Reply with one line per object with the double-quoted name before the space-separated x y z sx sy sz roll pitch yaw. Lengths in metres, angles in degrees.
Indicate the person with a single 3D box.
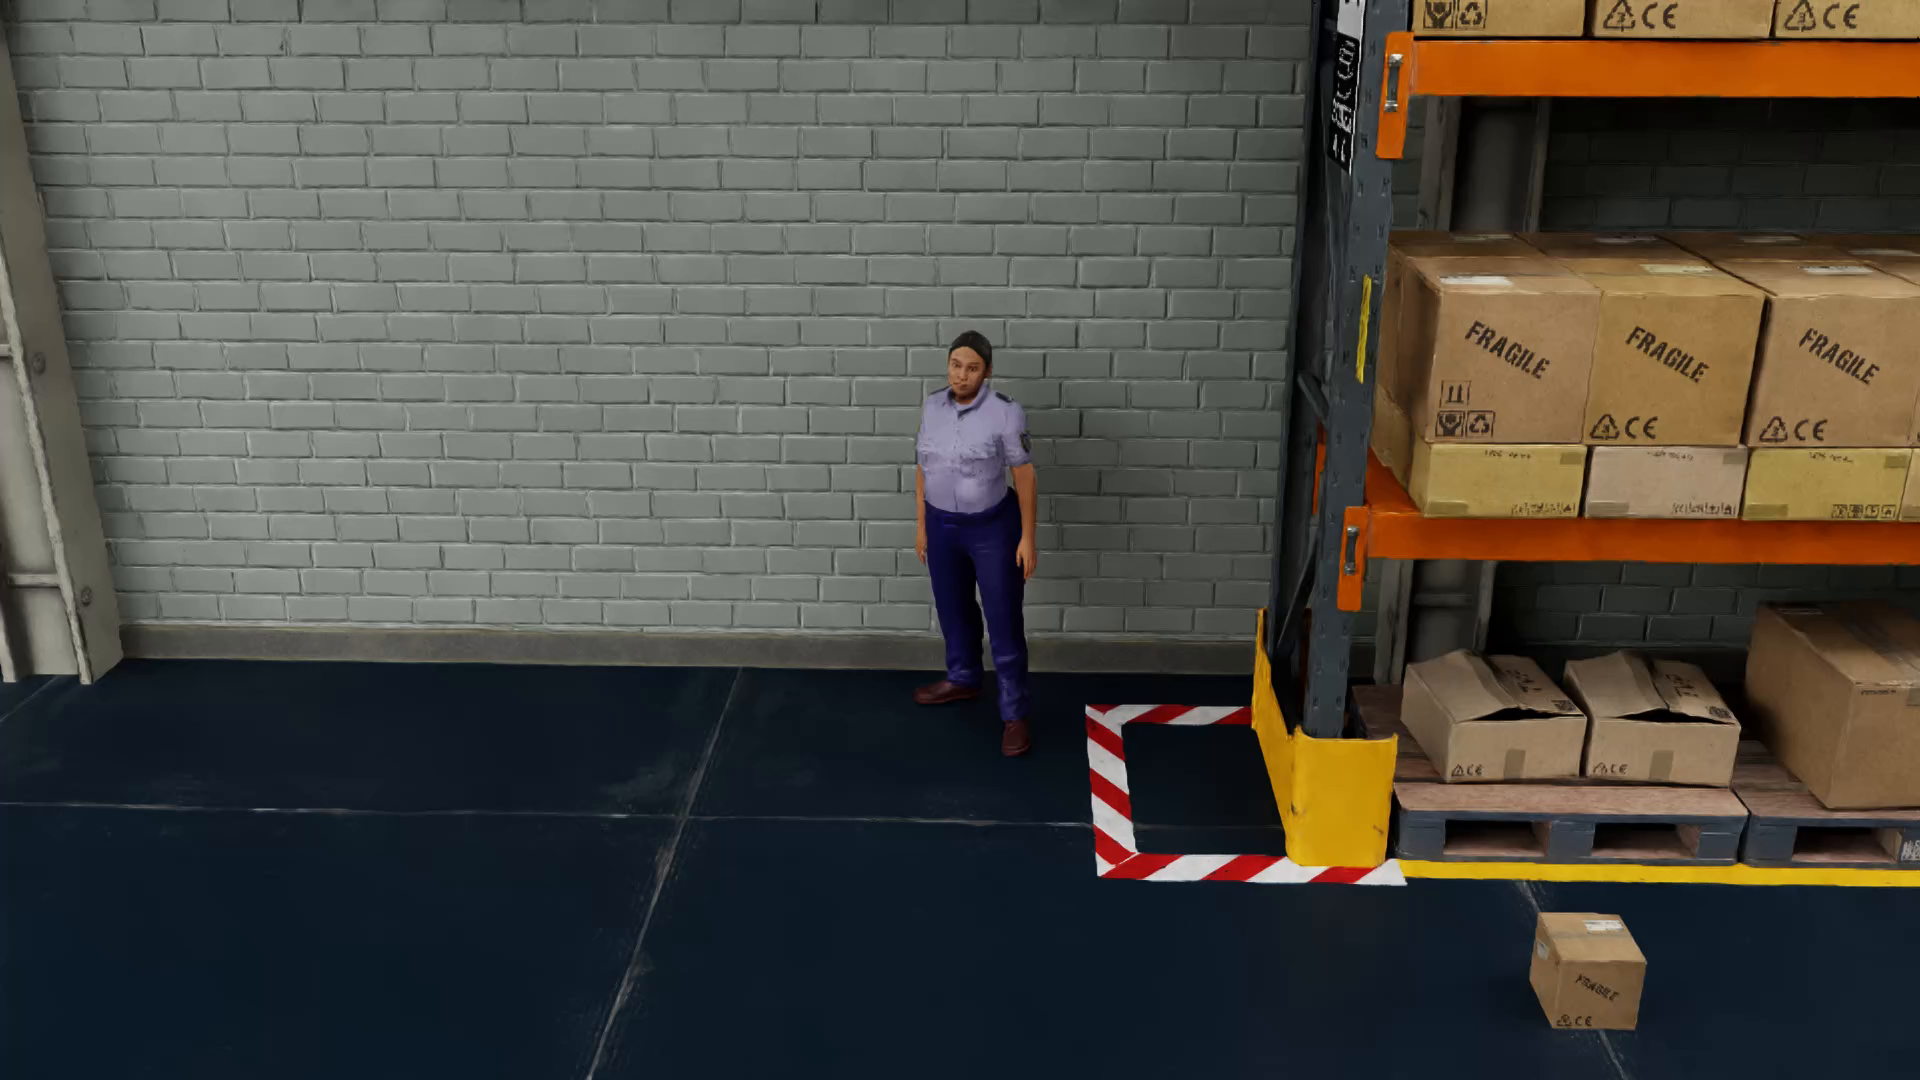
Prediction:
"person" 0.070 -0.021 6.602 0.672 1.647 0.454 13 24 30
